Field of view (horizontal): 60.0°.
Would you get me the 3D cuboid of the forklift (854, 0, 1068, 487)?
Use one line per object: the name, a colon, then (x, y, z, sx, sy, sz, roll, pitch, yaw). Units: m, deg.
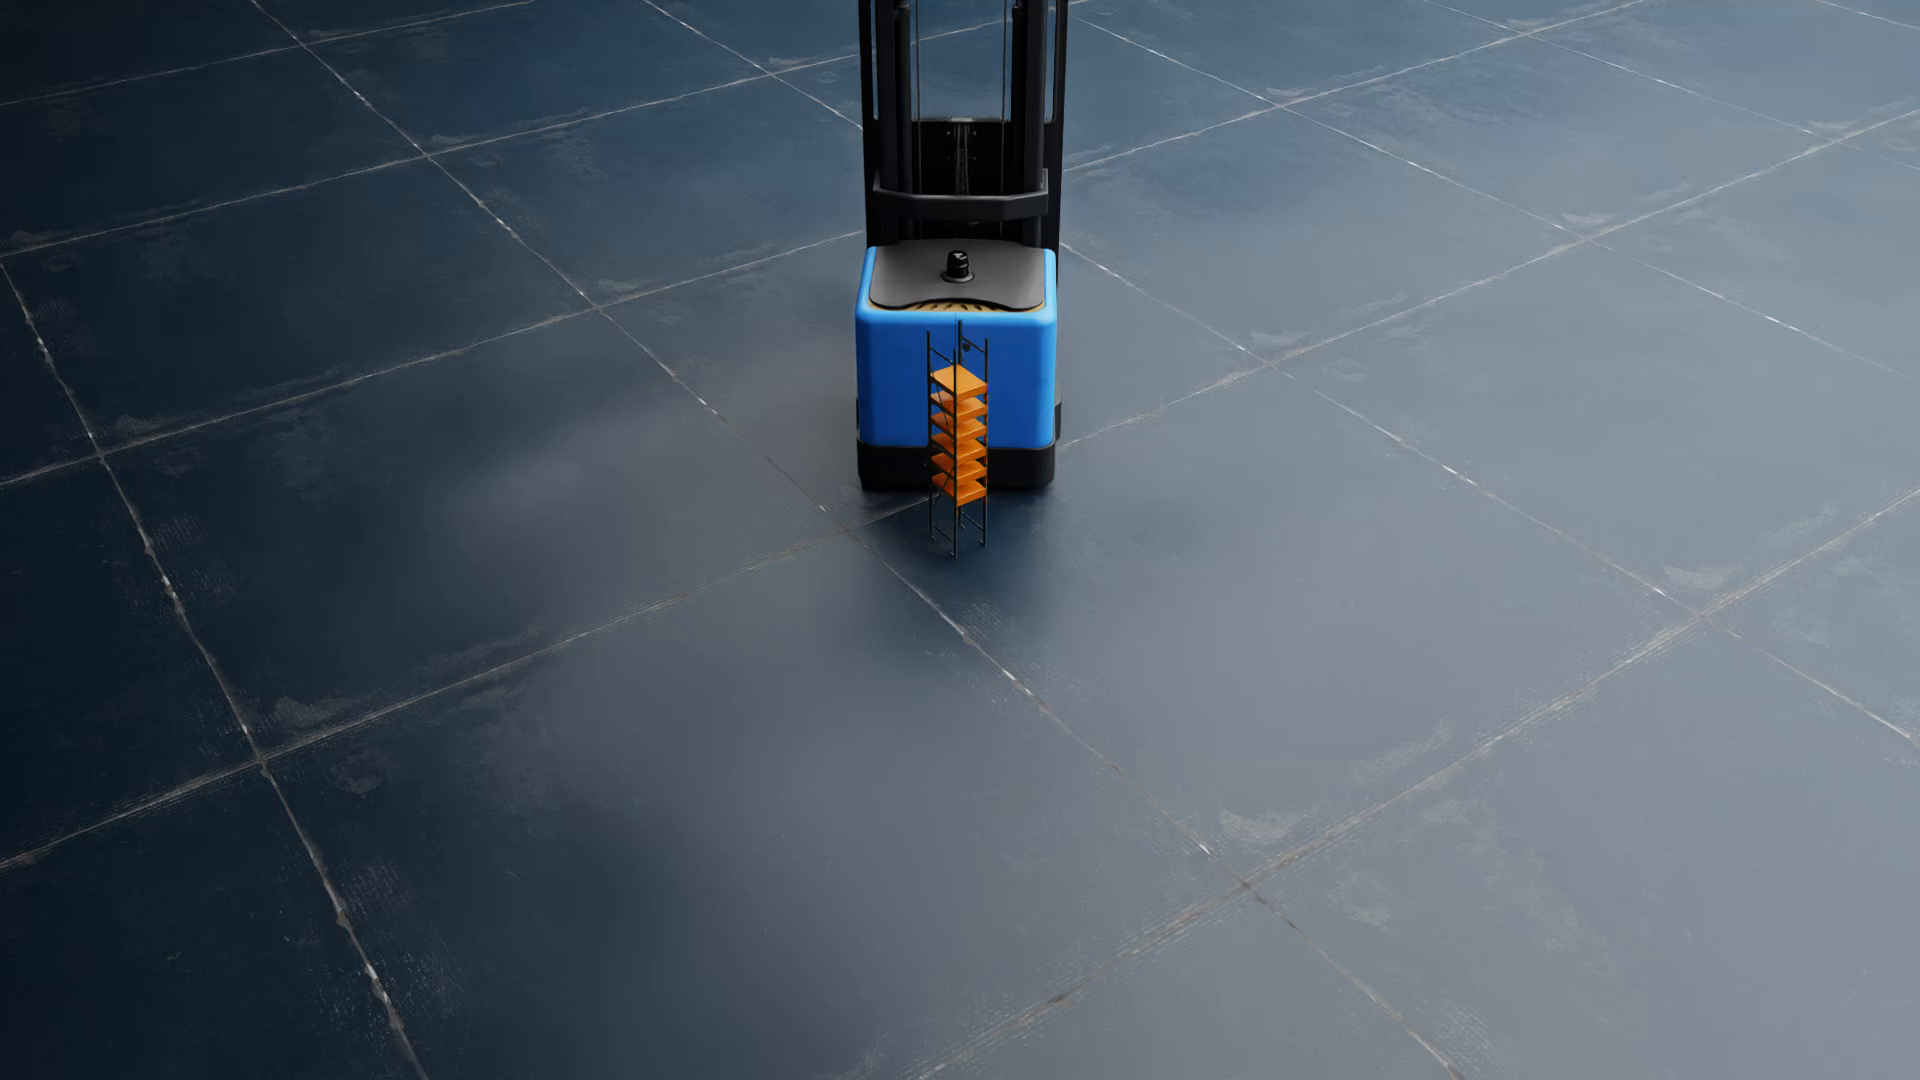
forklift: (0.025, -2.302, 9.255, 1.130, 2.935, 3.031, 1, 36, 2)

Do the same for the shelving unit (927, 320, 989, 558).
shelving unit: (-0.012, -0.482, 8.206, 0.189, 1.200, 0.258, -22, 41, -28)

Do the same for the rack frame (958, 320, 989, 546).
rack frame: (0.063, -0.513, 8.249, 0.006, 1.200, 0.240, -22, 41, -28)

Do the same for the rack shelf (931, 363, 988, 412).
rack shelf: (-0.012, -0.738, 8.022, 0.180, 0.103, 0.258, -22, 41, -28)

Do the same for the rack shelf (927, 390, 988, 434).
rack shelf: (-0.012, -0.641, 8.092, 0.180, 0.103, 0.258, -22, 41, -28)

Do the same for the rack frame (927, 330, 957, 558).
rack frame: (-0.087, -0.451, 8.163, 0.006, 1.200, 0.240, -22, 41, -28)

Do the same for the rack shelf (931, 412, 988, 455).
rack shelf: (-0.012, -0.544, 8.162, 0.180, 0.103, 0.258, -22, 41, -28)

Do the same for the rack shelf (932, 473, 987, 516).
rack shelf: (-0.012, -0.251, 8.372, 0.180, 0.103, 0.258, -22, 41, -28)

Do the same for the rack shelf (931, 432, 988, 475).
rack shelf: (-0.012, -0.446, 8.232, 0.180, 0.103, 0.258, -22, 41, -28)

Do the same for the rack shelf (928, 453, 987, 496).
rack shelf: (-0.012, -0.349, 8.302, 0.180, 0.103, 0.258, -22, 41, -28)
